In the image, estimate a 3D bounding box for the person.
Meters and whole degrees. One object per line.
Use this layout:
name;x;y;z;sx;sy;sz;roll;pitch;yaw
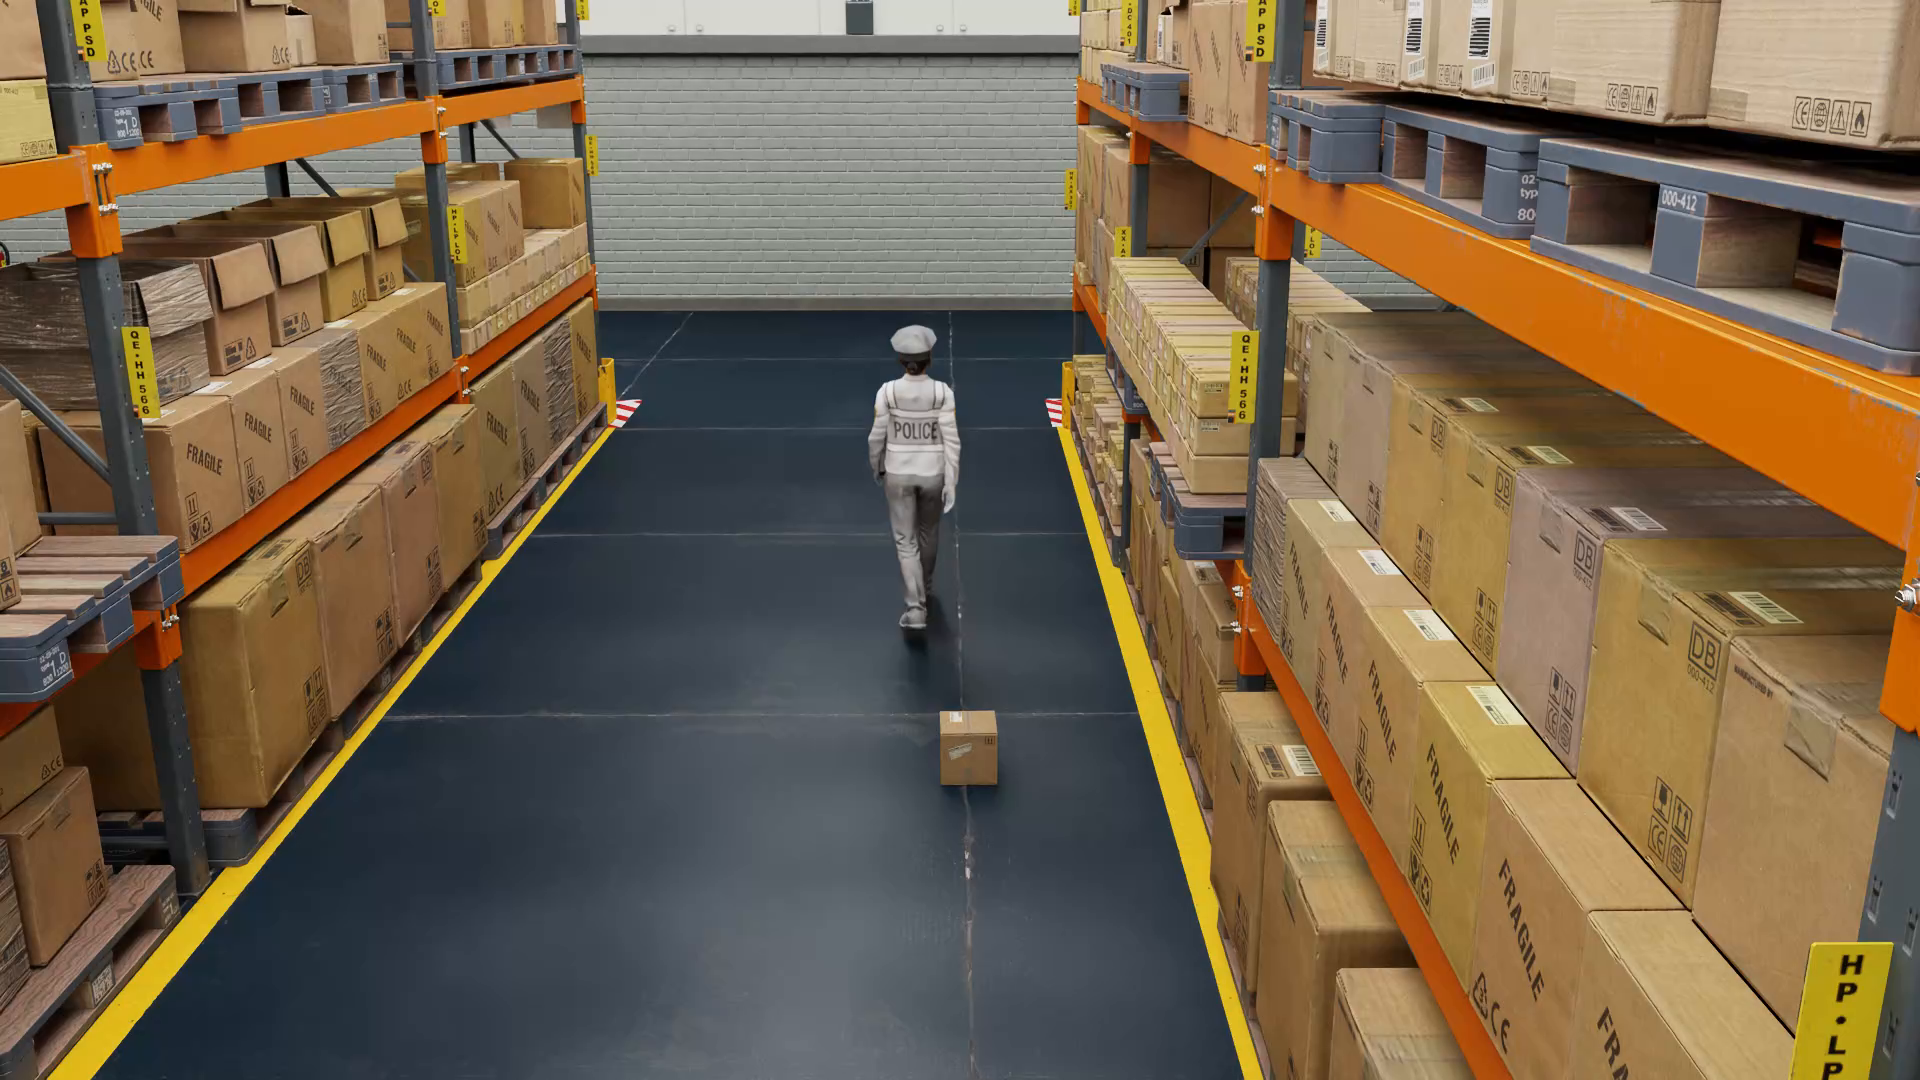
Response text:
person;-0.261;-0.376;9.185;0.490;1.630;1.028;-3;17;-9
